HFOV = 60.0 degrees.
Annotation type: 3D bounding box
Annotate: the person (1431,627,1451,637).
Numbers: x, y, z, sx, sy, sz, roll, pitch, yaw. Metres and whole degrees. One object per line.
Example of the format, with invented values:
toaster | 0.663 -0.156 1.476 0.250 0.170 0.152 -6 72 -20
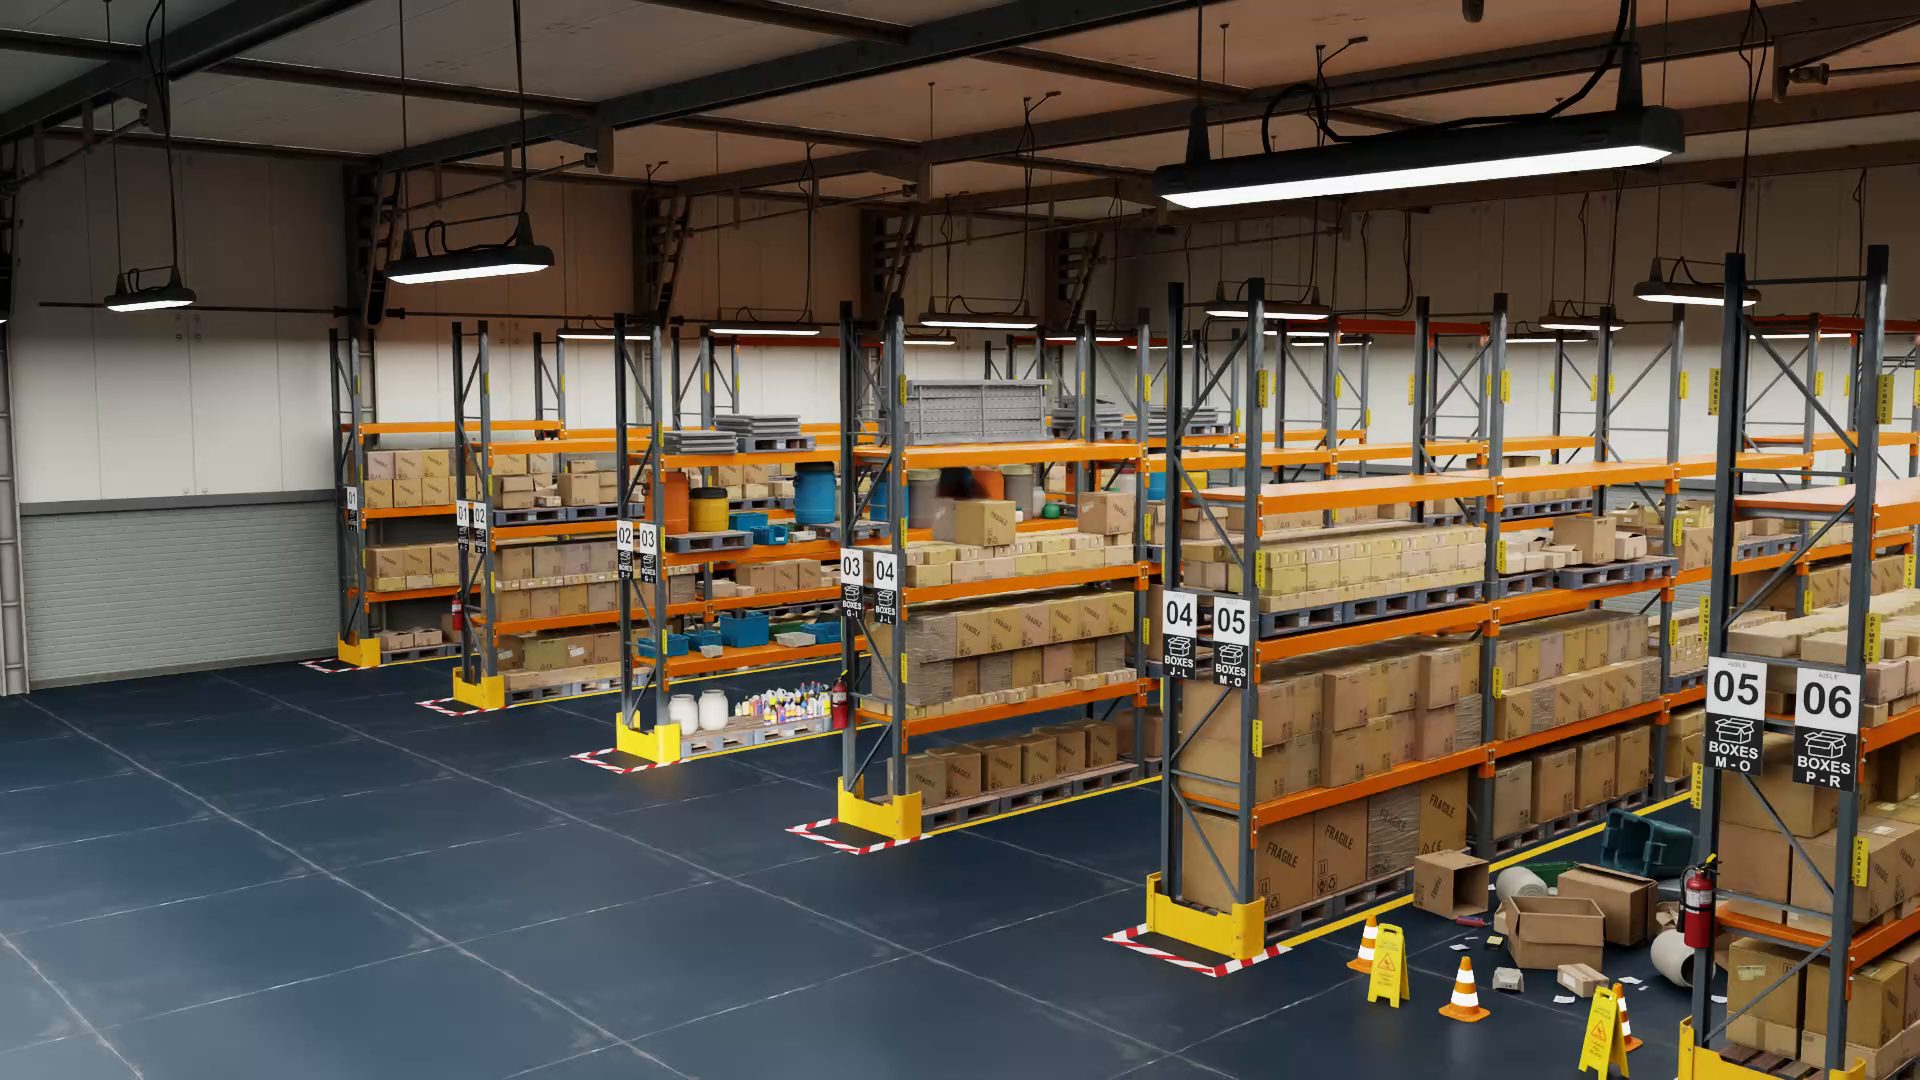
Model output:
person | 6.782 1.948 23.635 0.972 1.739 0.623 -5 8 -43
